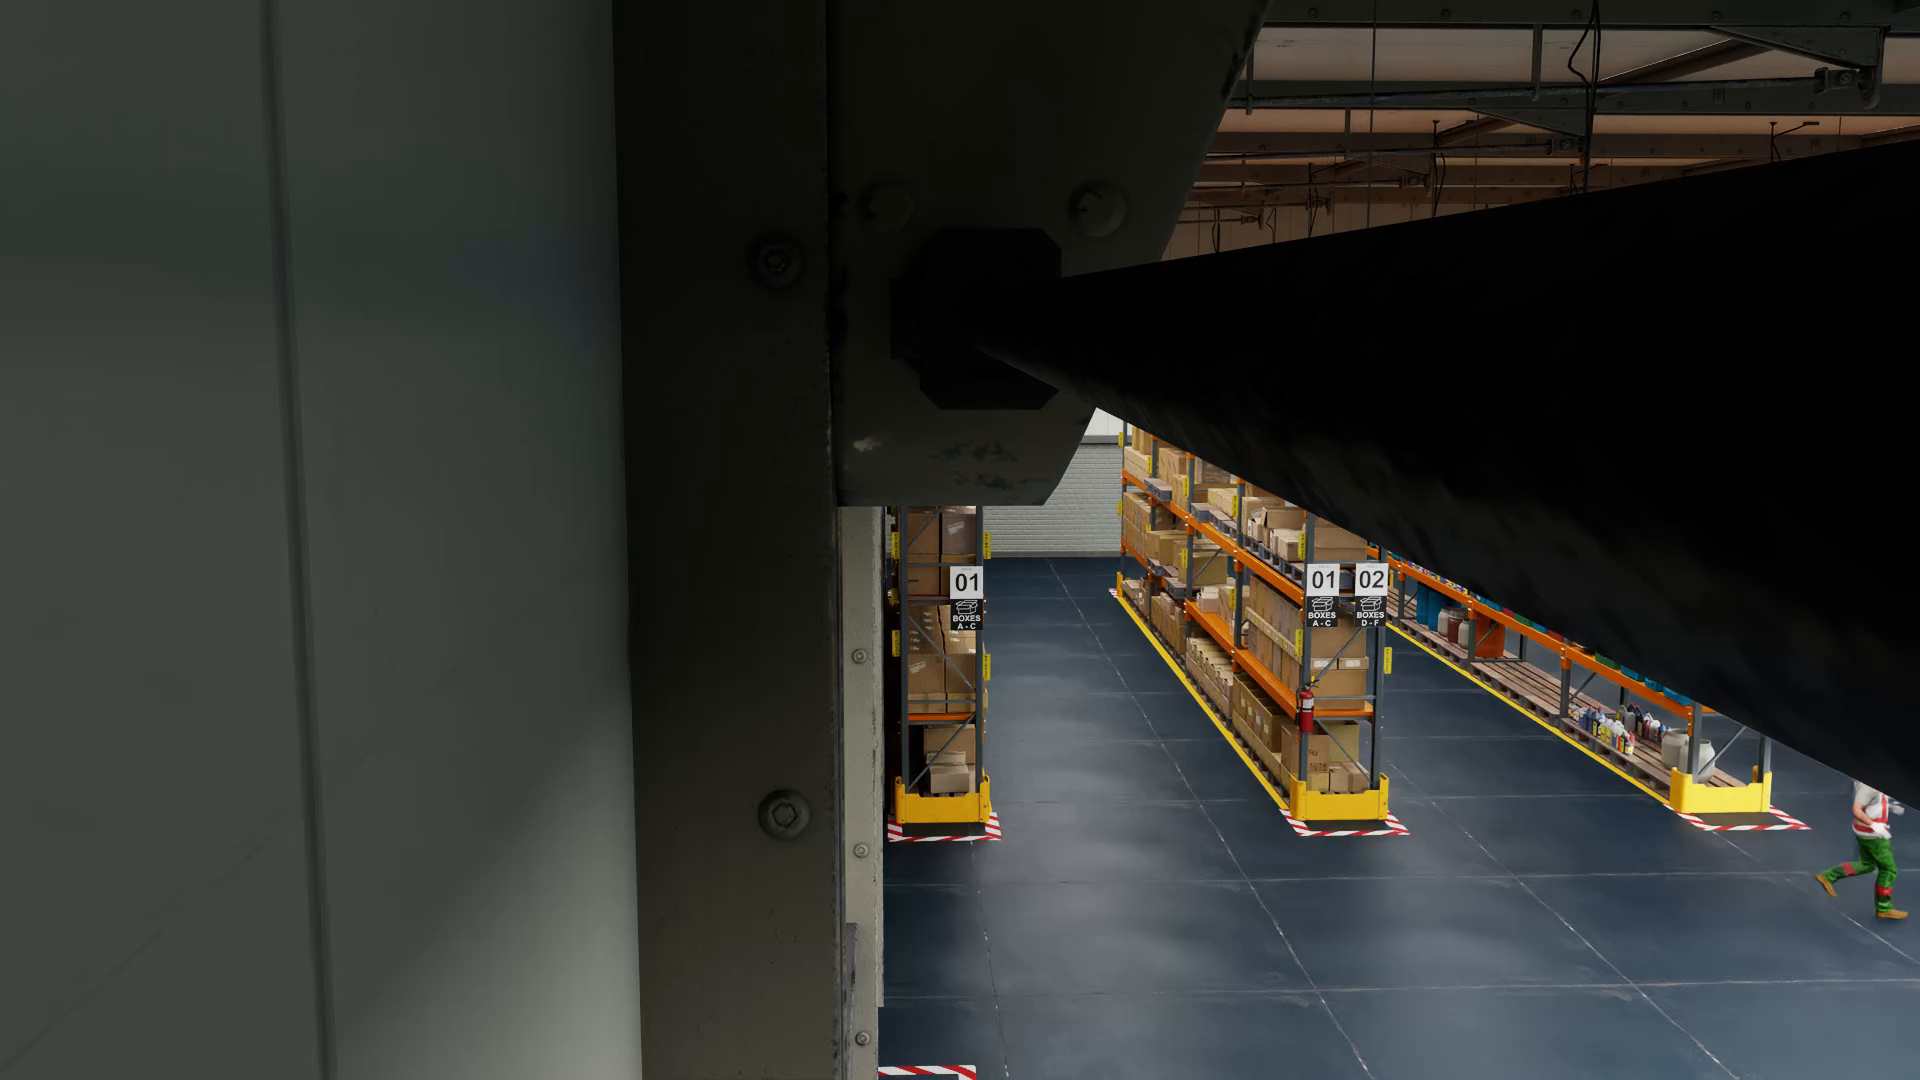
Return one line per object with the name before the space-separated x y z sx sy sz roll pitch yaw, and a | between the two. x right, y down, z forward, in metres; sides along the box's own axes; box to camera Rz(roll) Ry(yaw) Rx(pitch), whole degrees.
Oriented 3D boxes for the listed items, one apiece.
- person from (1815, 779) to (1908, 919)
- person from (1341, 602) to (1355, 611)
person | 9.450 3.045 17.292 0.830 1.760 0.668 3 9 21
person | 6.941 1.435 29.424 0.512 1.554 0.530 -1 8 -9
